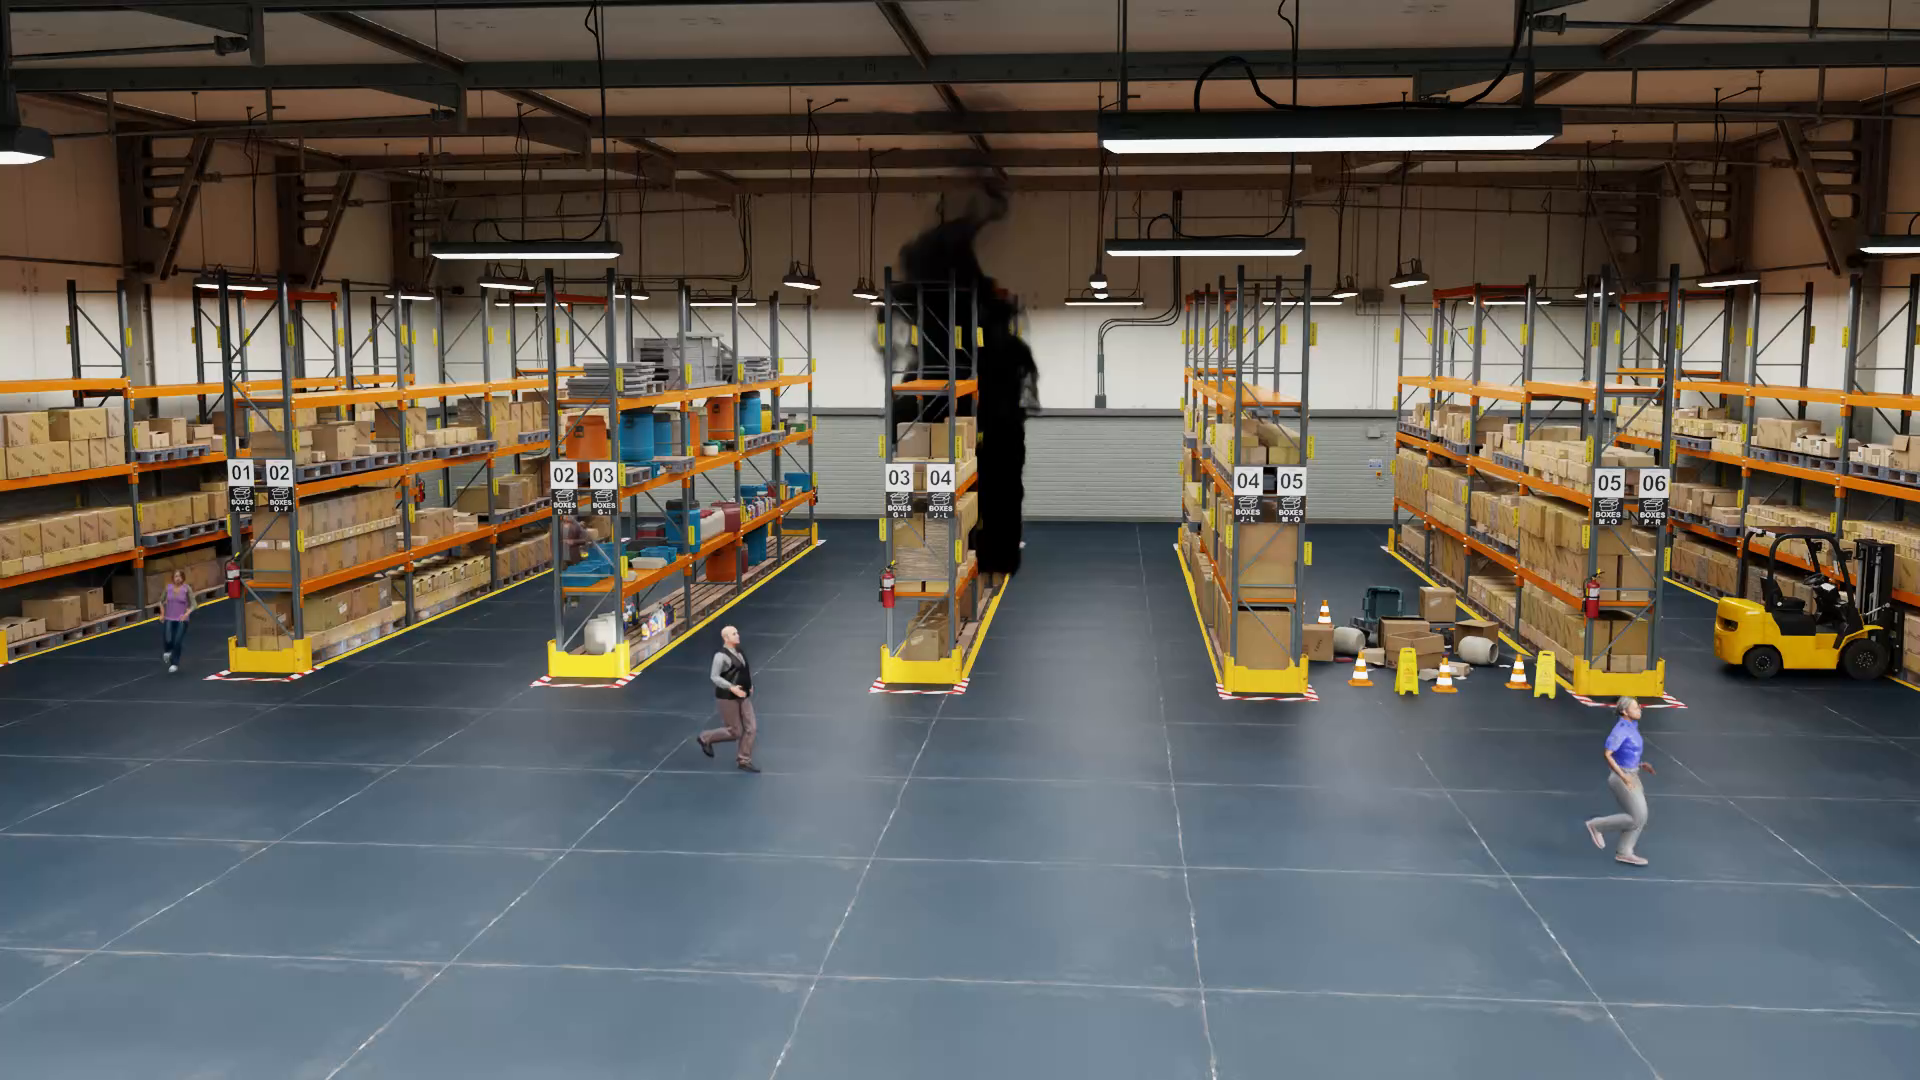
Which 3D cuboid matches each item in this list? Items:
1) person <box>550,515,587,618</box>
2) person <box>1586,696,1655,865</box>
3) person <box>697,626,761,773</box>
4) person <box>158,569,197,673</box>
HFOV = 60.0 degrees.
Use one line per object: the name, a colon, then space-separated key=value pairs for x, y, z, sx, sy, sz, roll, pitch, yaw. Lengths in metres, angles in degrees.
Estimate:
person: x=-6.756 y=0.379 z=28.645 sx=0.670 sy=1.887 sz=0.786 roll=-1 pitch=7 yaw=-5
person: x=6.320 y=2.285 z=15.889 sx=0.575 sy=1.608 sz=0.591 roll=4 pitch=8 yaw=29
person: x=-2.667 y=1.842 z=19.297 sx=0.792 sy=1.705 sz=0.661 roll=3 pitch=8 yaw=25
person: x=-11.789 y=1.223 z=25.082 sx=0.547 sy=1.569 sz=0.529 roll=-2 pitch=7 yaw=-18
